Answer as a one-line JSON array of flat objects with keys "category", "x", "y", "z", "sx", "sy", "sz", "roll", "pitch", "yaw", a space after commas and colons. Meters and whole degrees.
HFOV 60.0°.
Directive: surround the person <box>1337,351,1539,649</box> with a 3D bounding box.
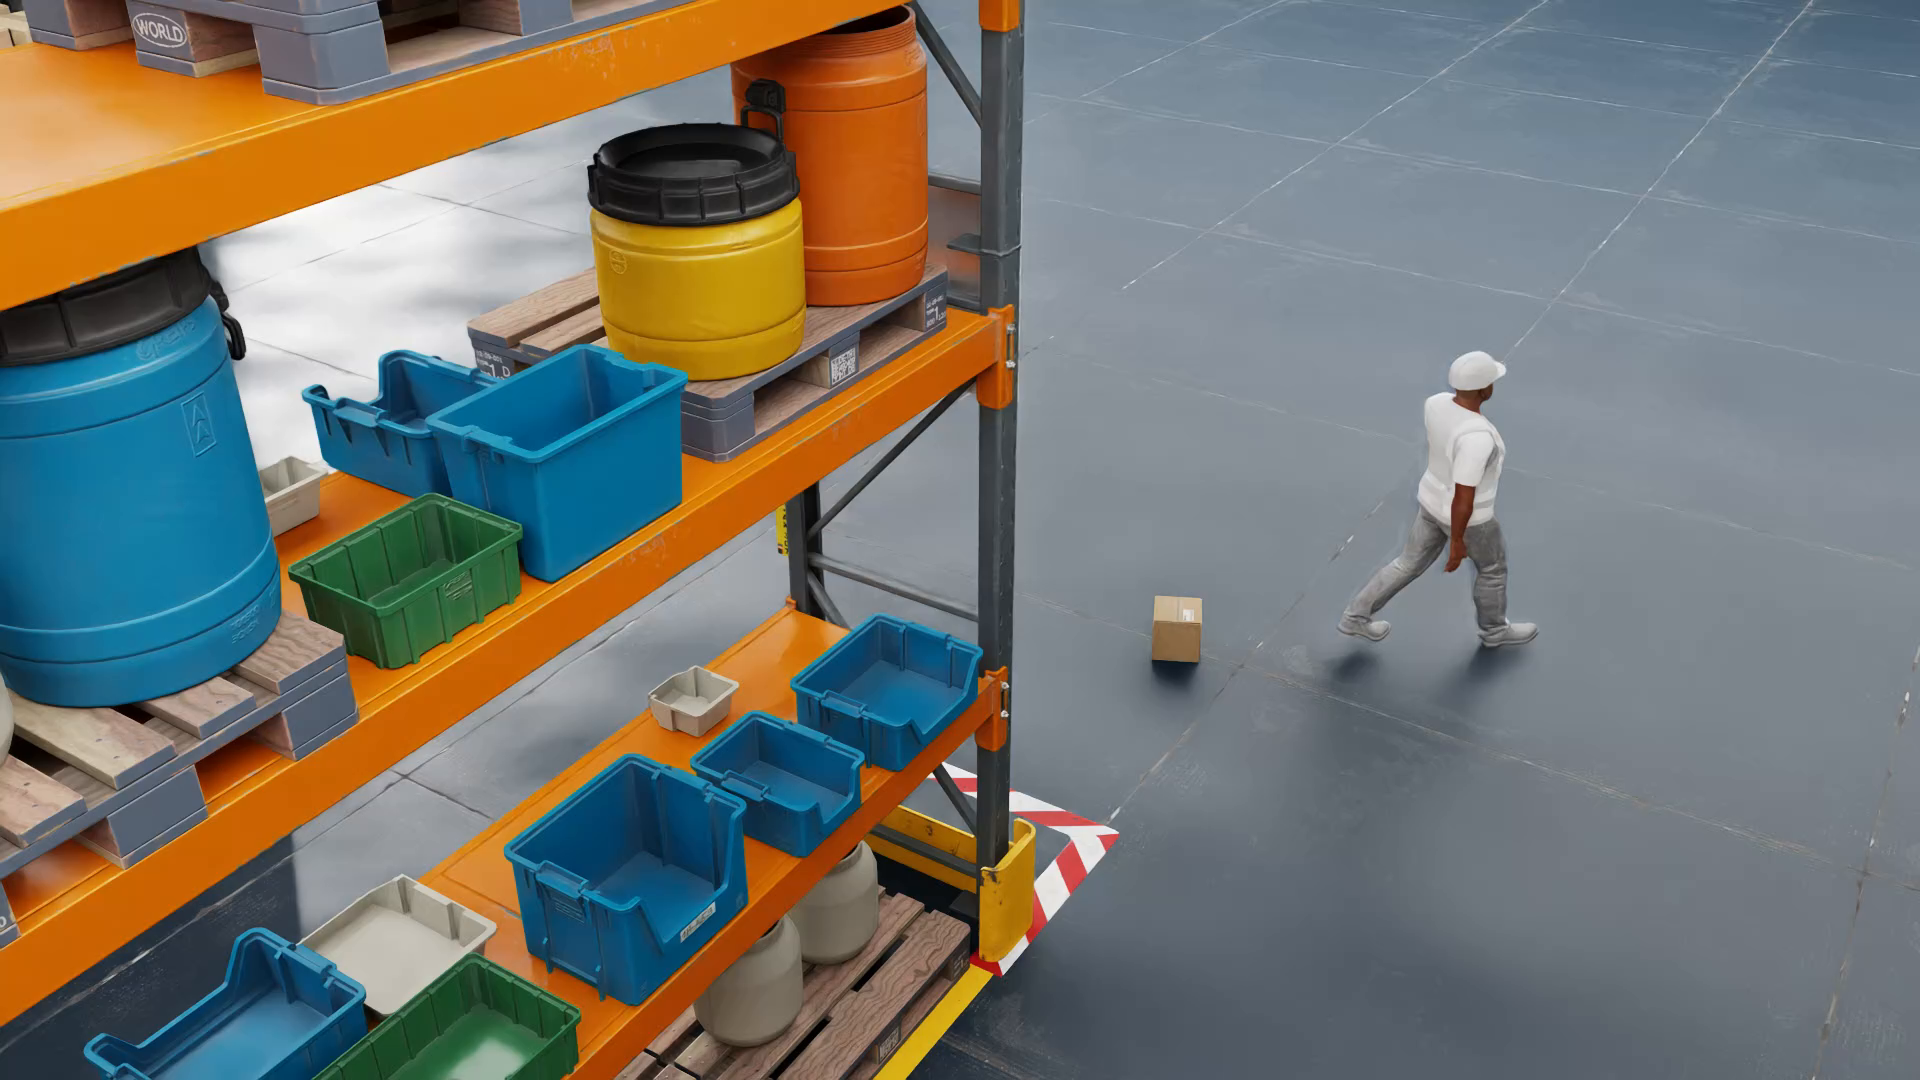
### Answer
[{"category": "person", "x": 2.544, "y": -0.183, "z": 8.494, "sx": 1.069, "sy": 1.720, "sz": 0.602, "roll": -9, "pitch": 31, "yaw": -15}]
